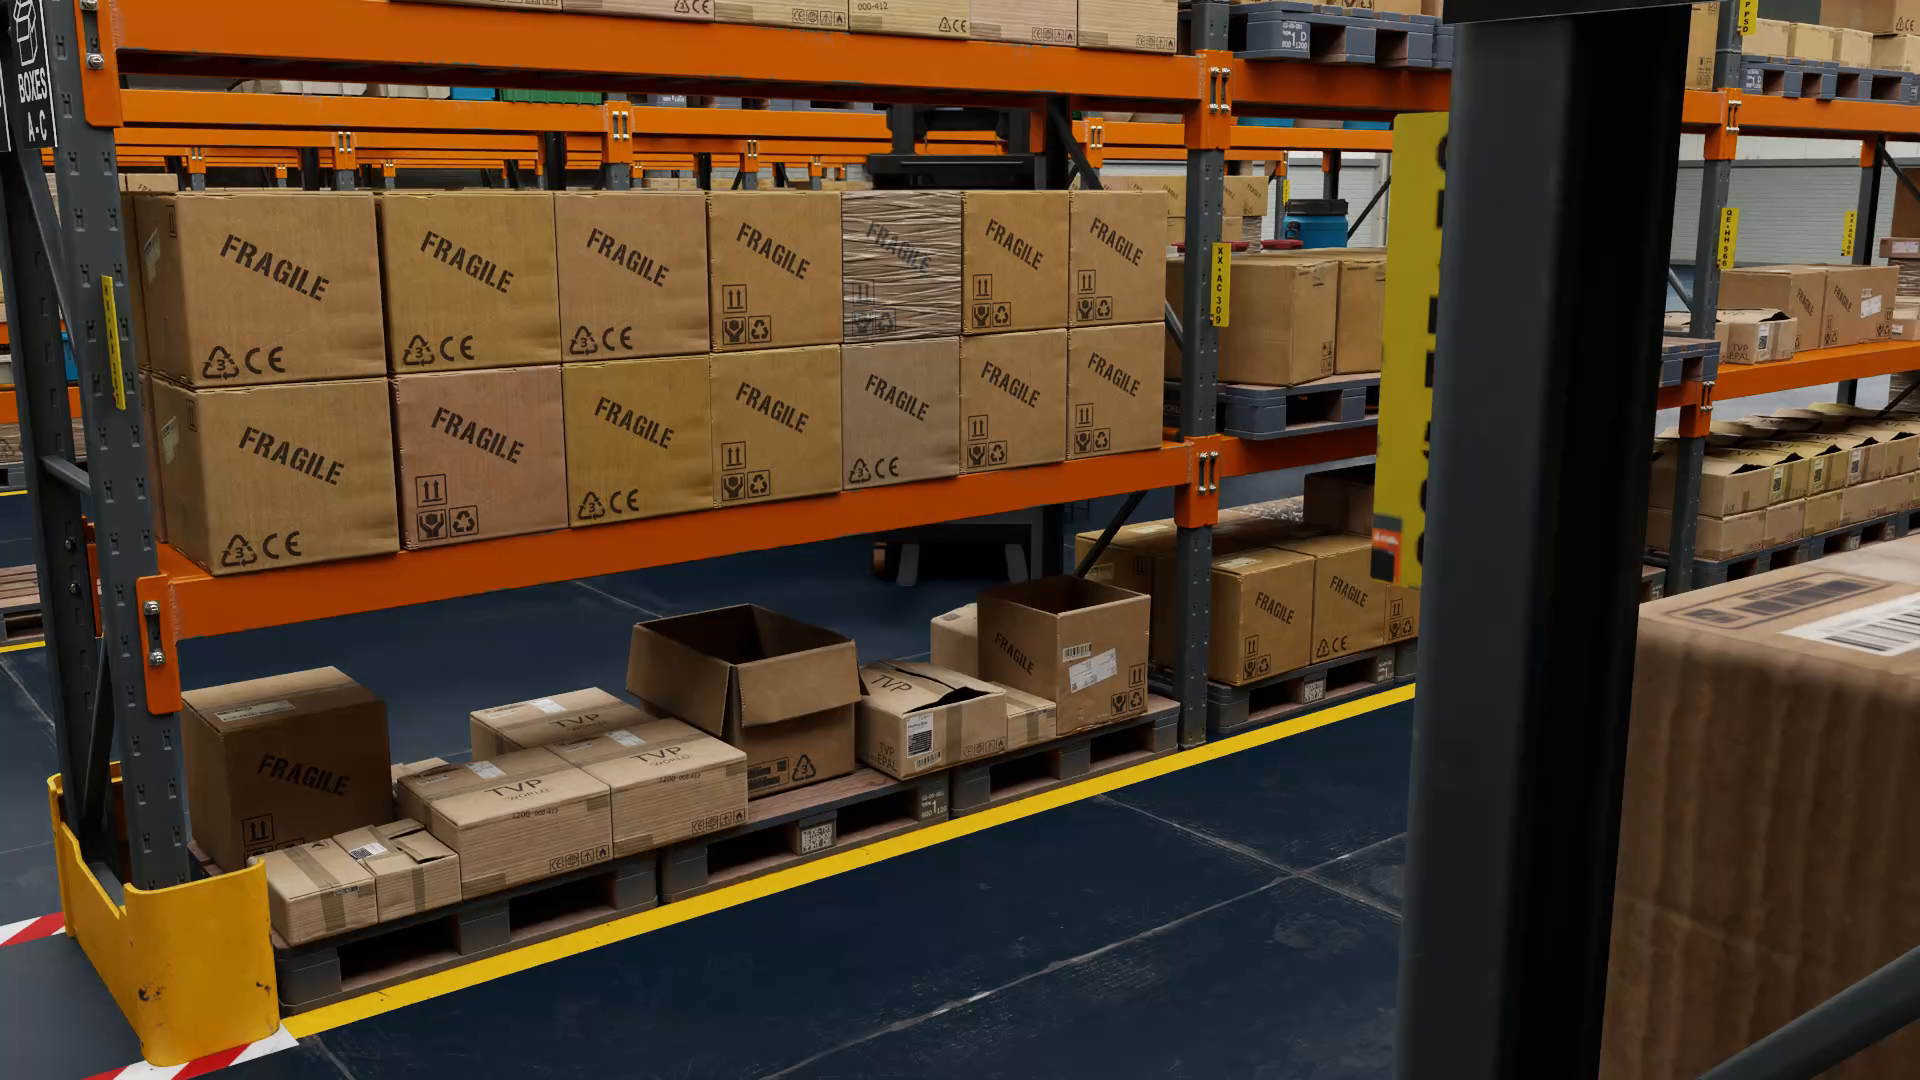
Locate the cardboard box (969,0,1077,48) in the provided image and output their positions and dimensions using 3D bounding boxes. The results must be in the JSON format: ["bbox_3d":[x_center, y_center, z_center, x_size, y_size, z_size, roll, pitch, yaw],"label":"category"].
[{"bbox_3d":[0.072,-1.897,5.982,0.500,0.250,0.500,-9,15,-38],"label":"cardboard box"}]

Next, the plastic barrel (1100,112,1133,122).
[{"bbox_3d":[1.148,-3.508,12.938,0.421,0.512,0.421,0,12,0],"label":"plastic barrel"}]

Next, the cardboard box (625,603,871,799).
[{"bbox_3d":[-0.781,0.578,6.137,0.637,0.503,0.797,-9,15,-38],"label":"cardboard box"}]

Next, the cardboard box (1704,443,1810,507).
[{"bbox_3d":[4.803,-0.416,10.127,0.500,0.311,0.500,-10,16,-39],"label":"cardboard box"}]

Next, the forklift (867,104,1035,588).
[{"bbox_3d":[0.011,-1.283,10.114,1.130,2.935,3.031,0,12,0],"label":"forklift"}]

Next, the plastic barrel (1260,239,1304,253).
[{"bbox_3d":[2.954,-2.493,15.319,0.433,0.535,0.433,0,12,0],"label":"plastic barrel"}]

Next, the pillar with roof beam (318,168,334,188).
[{"bbox_3d":[-8.530,-7.763,26.021,0.400,9.000,9.100,-9,15,-38],"label":"pillar with roof beam"}]

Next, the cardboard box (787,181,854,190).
[{"bbox_3d":[-1.966,-4.780,23.455,0.550,0.550,0.875,-9,15,-38],"label":"cardboard box"}]

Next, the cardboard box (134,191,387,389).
[{"bbox_3d":[-1.930,-0.707,4.587,0.500,0.500,0.500,-9,15,-36],"label":"cardboard box"}]

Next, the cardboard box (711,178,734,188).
[{"bbox_3d":[-4.147,-5.754,27.643,0.500,0.500,0.700,-10,15,-39],"label":"cardboard box"}]

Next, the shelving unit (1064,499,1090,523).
[{"bbox_3d":[0.767,-0.591,11.745,0.258,0.900,0.210,9,15,37],"label":"shelving unit"}]

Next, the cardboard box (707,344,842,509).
[{"bbox_3d":[-0.745,-0.415,5.619,0.500,0.500,0.500,-9,15,-37],"label":"cardboard box"}]

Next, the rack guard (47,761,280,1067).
[{"bbox_3d":[-2.382,1.059,4.937,0.348,0.500,1.175,-9,15,-38],"label":"rack guard"}]

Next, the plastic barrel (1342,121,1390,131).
[{"bbox_3d":[3.576,-4.126,14.910,0.708,0.901,0.600,-9,15,-38],"label":"plastic barrel"}]

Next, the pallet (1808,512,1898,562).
[{"bbox_3d":[5.425,-0.086,11.024,1.213,0.211,1.003,-9,15,-38],"label":"pallet"}]

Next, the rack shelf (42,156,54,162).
[{"bbox_3d":[-13.256,-4.743,20.755,4.000,0.370,1.077,-9,15,-38],"label":"rack shelf"}]

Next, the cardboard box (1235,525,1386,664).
[{"bbox_3d":[1.622,0.240,7.733,0.500,0.500,0.500,-9,15,-37],"label":"cardboard box"}]

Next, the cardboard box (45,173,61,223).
[{"bbox_3d":[-9.530,-3.544,17.234,0.500,0.500,0.500,-9,15,-36],"label":"cardboard box"}]

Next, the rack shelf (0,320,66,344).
[{"bbox_3d":[-7.065,-1.669,13.497,4.000,0.370,1.077,-9,15,-38],"label":"rack shelf"}]

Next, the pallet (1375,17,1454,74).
[{"bbox_3d":[2.043,-2.256,7.765,1.003,0.211,1.213,-9,15,-38],"label":"pallet"}]

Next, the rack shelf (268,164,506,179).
[{"bbox_3d":[-10.113,-6.586,29.433,4.000,0.370,1.077,-9,15,-38],"label":"rack shelf"}]

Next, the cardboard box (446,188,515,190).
[{"bbox_3d":[-4.466,-2.991,15.337,0.637,0.503,0.797,-9,15,-37],"label":"cardboard box"}]

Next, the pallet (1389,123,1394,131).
[{"bbox_3d":[4.340,-3.999,15.974,1.003,0.211,1.213,-9,15,-38],"label":"pallet"}]

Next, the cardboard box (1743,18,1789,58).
[{"bbox_3d":[4.523,-2.930,9.835,0.500,0.250,0.500,-9,15,-36],"label":"cardboard box"}]

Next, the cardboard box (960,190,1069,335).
[{"bbox_3d":[0.051,-1.036,6.139,0.500,0.500,0.500,-10,15,-39],"label":"cardboard box"}]

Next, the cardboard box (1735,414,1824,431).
[{"bbox_3d":[5.653,-0.701,11.467,0.500,0.311,0.500,-10,16,-40],"label":"cardboard box"}]

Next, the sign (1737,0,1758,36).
[{"bbox_3d":[4.143,-2.824,8.739,0.005,0.325,0.100,-9,15,-38],"label":"sign"}]

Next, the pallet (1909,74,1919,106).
[{"bbox_3d":[6.249,-2.968,11.124,1.217,0.209,0.805,-10,16,-40],"label":"pallet"}]

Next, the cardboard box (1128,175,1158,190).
[{"bbox_3d":[2.034,-4.149,20.081,0.500,0.500,0.500,-9,15,-38],"label":"cardboard box"}]

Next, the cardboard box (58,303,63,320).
[{"bbox_3d":[-7.141,-1.798,12.979,0.250,0.149,0.380,-10,15,-38],"label":"cardboard box"}]

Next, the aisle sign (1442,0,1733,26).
[{"bbox_3d":[0.413,-0.662,0.765,0.004,0.787,0.394,-9,15,-38],"label":"aisle sign"}]

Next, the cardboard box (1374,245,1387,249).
[{"bbox_3d":[2.551,-1.258,8.582,0.500,0.500,0.700,-6,13,-27],"label":"cardboard box"}]

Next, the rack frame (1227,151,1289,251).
[{"bbox_3d":[3.867,-3.837,21.978,0.127,3.000,1.000,-9,15,-38],"label":"rack frame"}]

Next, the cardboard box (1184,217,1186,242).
[{"bbox_3d":[2.688,-3.822,20.951,0.500,0.500,0.875,-9,15,-38],"label":"cardboard box"}]

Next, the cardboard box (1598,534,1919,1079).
[{"bbox_3d":[1.048,0.435,1.138,0.700,0.700,0.980,-9,15,-35],"label":"cardboard box"}]

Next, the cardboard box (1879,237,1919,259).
[{"bbox_3d":[7.008,-2.147,12.216,0.250,0.149,0.380,-9,15,-38],"label":"cardboard box"}]

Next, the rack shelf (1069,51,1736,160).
[{"bbox_3d":[2.244,-2.048,8.061,4.000,0.370,1.077,-9,15,-38],"label":"rack shelf"}]

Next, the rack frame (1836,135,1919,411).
[{"bbox_3d":[6.929,-1.711,11.964,0.127,3.000,1.000,-9,15,-38],"label":"rack frame"}]

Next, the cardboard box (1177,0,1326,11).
[{"bbox_3d":[1.122,-2.497,6.951,0.600,0.600,0.600,-11,16,-43],"label":"cardboard box"}]

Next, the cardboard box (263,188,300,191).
[{"bbox_3d":[-9.598,-4.704,23.410,0.500,0.500,0.500,-9,15,-38],"label":"cardboard box"}]

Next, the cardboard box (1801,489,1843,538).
[{"bbox_3d":[5.192,-0.206,10.488,0.500,0.250,0.500,-10,16,-39],"label":"cardboard box"}]

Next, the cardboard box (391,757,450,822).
[{"bbox_3d":[-1.798,0.869,5.579,0.250,0.166,0.380,-9,15,-38],"label":"cardboard box"}]

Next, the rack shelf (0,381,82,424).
[{"bbox_3d":[-3.971,-0.865,9.714,4.000,0.370,1.077,-9,15,-38],"label":"rack shelf"}]

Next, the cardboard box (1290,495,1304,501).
[{"bbox_3d":[2.067,0.030,8.724,0.500,0.500,0.500,-10,16,-40],"label":"cardboard box"}]

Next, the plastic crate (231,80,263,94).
[{"bbox_3d":[-4.074,-2.604,9.585,0.530,0.136,0.437,-9,15,-38],"label":"plastic crate"}]

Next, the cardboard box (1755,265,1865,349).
[{"bbox_3d":[5.517,-1.529,10.869,0.500,0.500,0.500,-9,15,-38],"label":"cardboard box"}]

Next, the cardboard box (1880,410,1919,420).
[{"bbox_3d":[6.792,-0.747,11.682,0.500,0.311,0.500,-9,15,-38],"label":"cardboard box"}]

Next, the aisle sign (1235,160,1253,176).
[{"bbox_3d":[3.728,-5.165,21.975,0.004,0.787,0.394,-9,15,-38],"label":"aisle sign"}]

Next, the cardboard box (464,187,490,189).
[{"bbox_3d":[-7.469,-5.382,25.721,0.250,0.149,0.380,-10,16,-40],"label":"cardboard box"}]

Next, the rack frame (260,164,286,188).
[{"bbox_3d":[-11.674,-5.211,28.448,0.127,3.000,1.000,-9,15,-38],"label":"rack frame"}]

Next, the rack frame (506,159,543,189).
[{"bbox_3d":[-5.399,-3.617,20.939,0.127,3.000,1.000,-9,15,-38],"label":"rack frame"}]

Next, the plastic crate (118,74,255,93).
[{"bbox_3d":[-4.168,-2.548,8.836,0.767,0.338,0.504,-9,15,-38],"label":"plastic crate"}]

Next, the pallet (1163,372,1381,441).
[{"bbox_3d":[1.375,-0.665,7.500,1.213,0.211,1.003,-9,15,-38],"label":"pallet"}]
